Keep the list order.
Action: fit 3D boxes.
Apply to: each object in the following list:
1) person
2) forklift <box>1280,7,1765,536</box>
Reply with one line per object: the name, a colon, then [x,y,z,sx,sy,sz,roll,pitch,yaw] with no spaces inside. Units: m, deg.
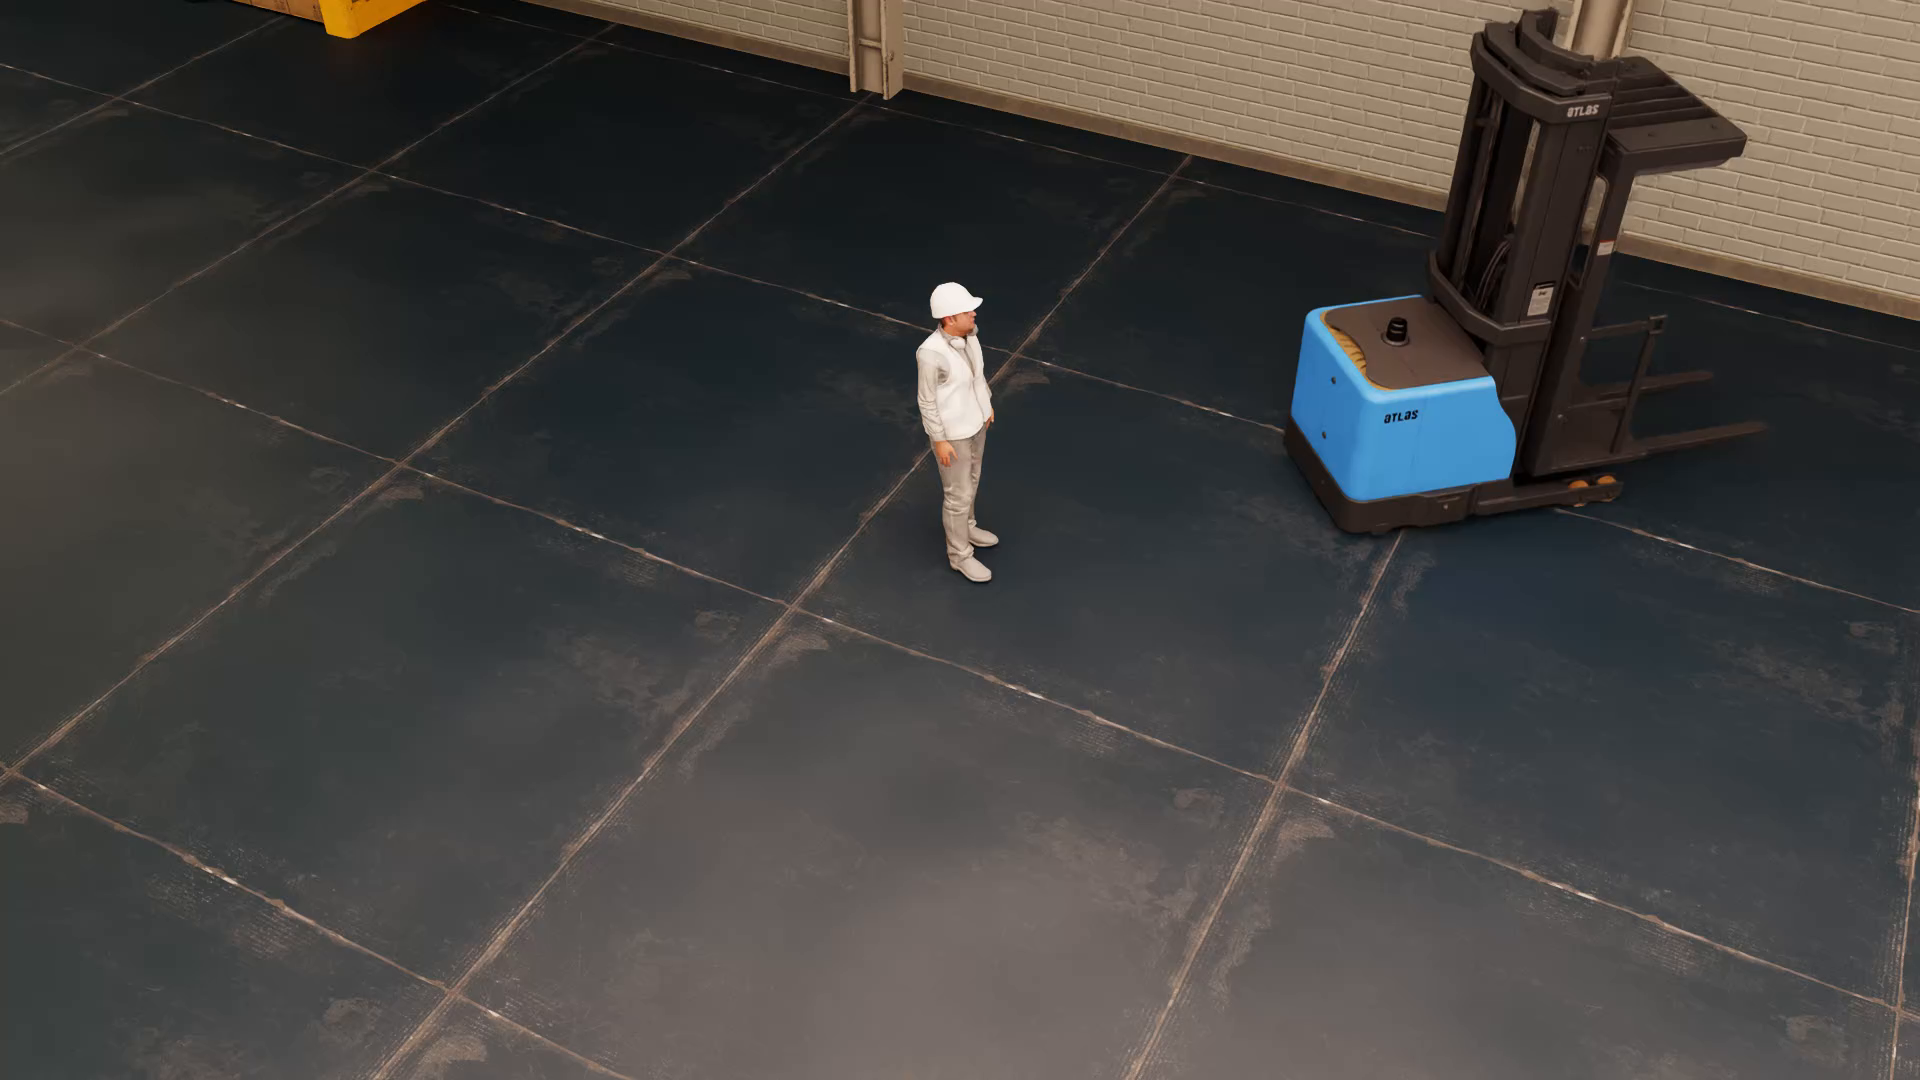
person: [0.053,-0.660,9.660,0.566,1.770,0.634,18,43,21]
forklift: [3.673,-1.651,9.947,3.031,2.935,1.130,-9,41,-11]
